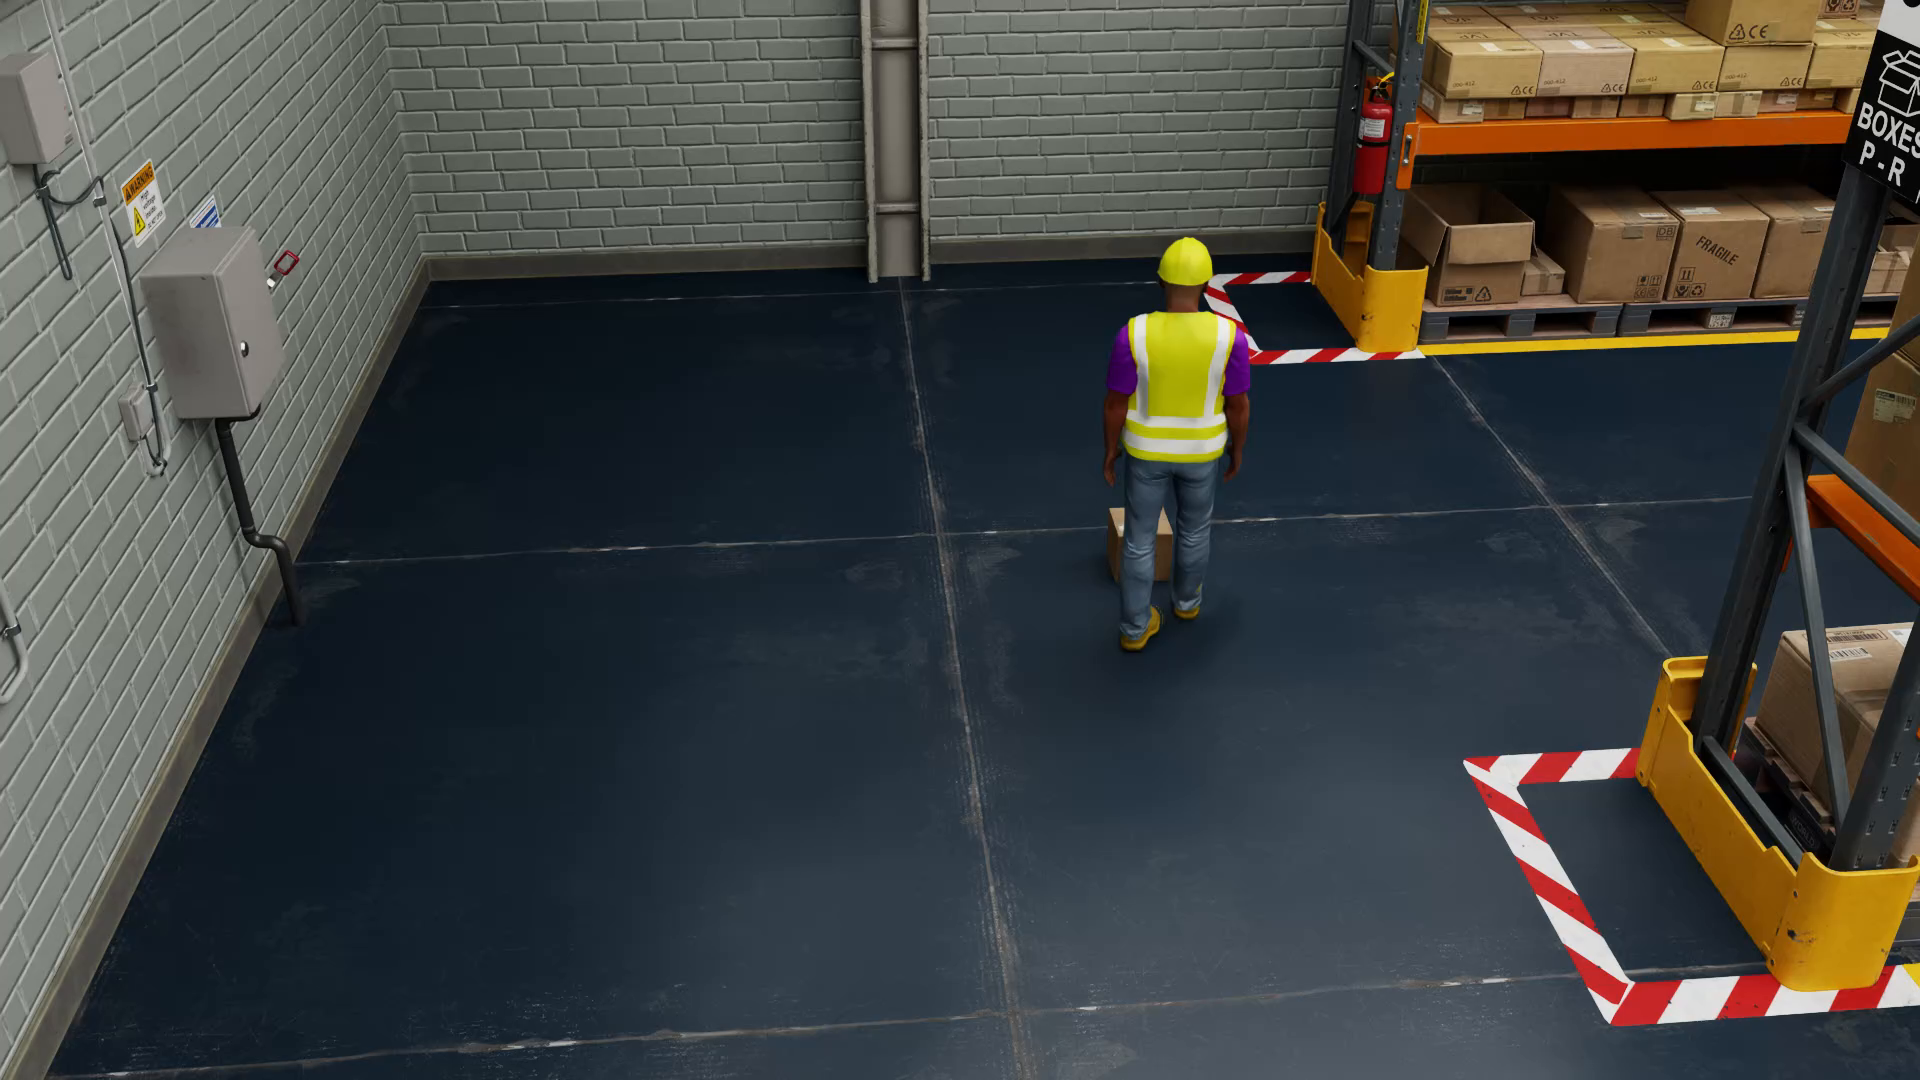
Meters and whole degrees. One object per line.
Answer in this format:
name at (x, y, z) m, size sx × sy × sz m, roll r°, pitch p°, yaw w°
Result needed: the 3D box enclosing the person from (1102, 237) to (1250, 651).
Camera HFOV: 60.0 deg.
person at (0.868, -0.415, 6.793) m, size 0.581 × 1.767 × 0.602 m, roll 3°, pitch 31°, yaw 4°
